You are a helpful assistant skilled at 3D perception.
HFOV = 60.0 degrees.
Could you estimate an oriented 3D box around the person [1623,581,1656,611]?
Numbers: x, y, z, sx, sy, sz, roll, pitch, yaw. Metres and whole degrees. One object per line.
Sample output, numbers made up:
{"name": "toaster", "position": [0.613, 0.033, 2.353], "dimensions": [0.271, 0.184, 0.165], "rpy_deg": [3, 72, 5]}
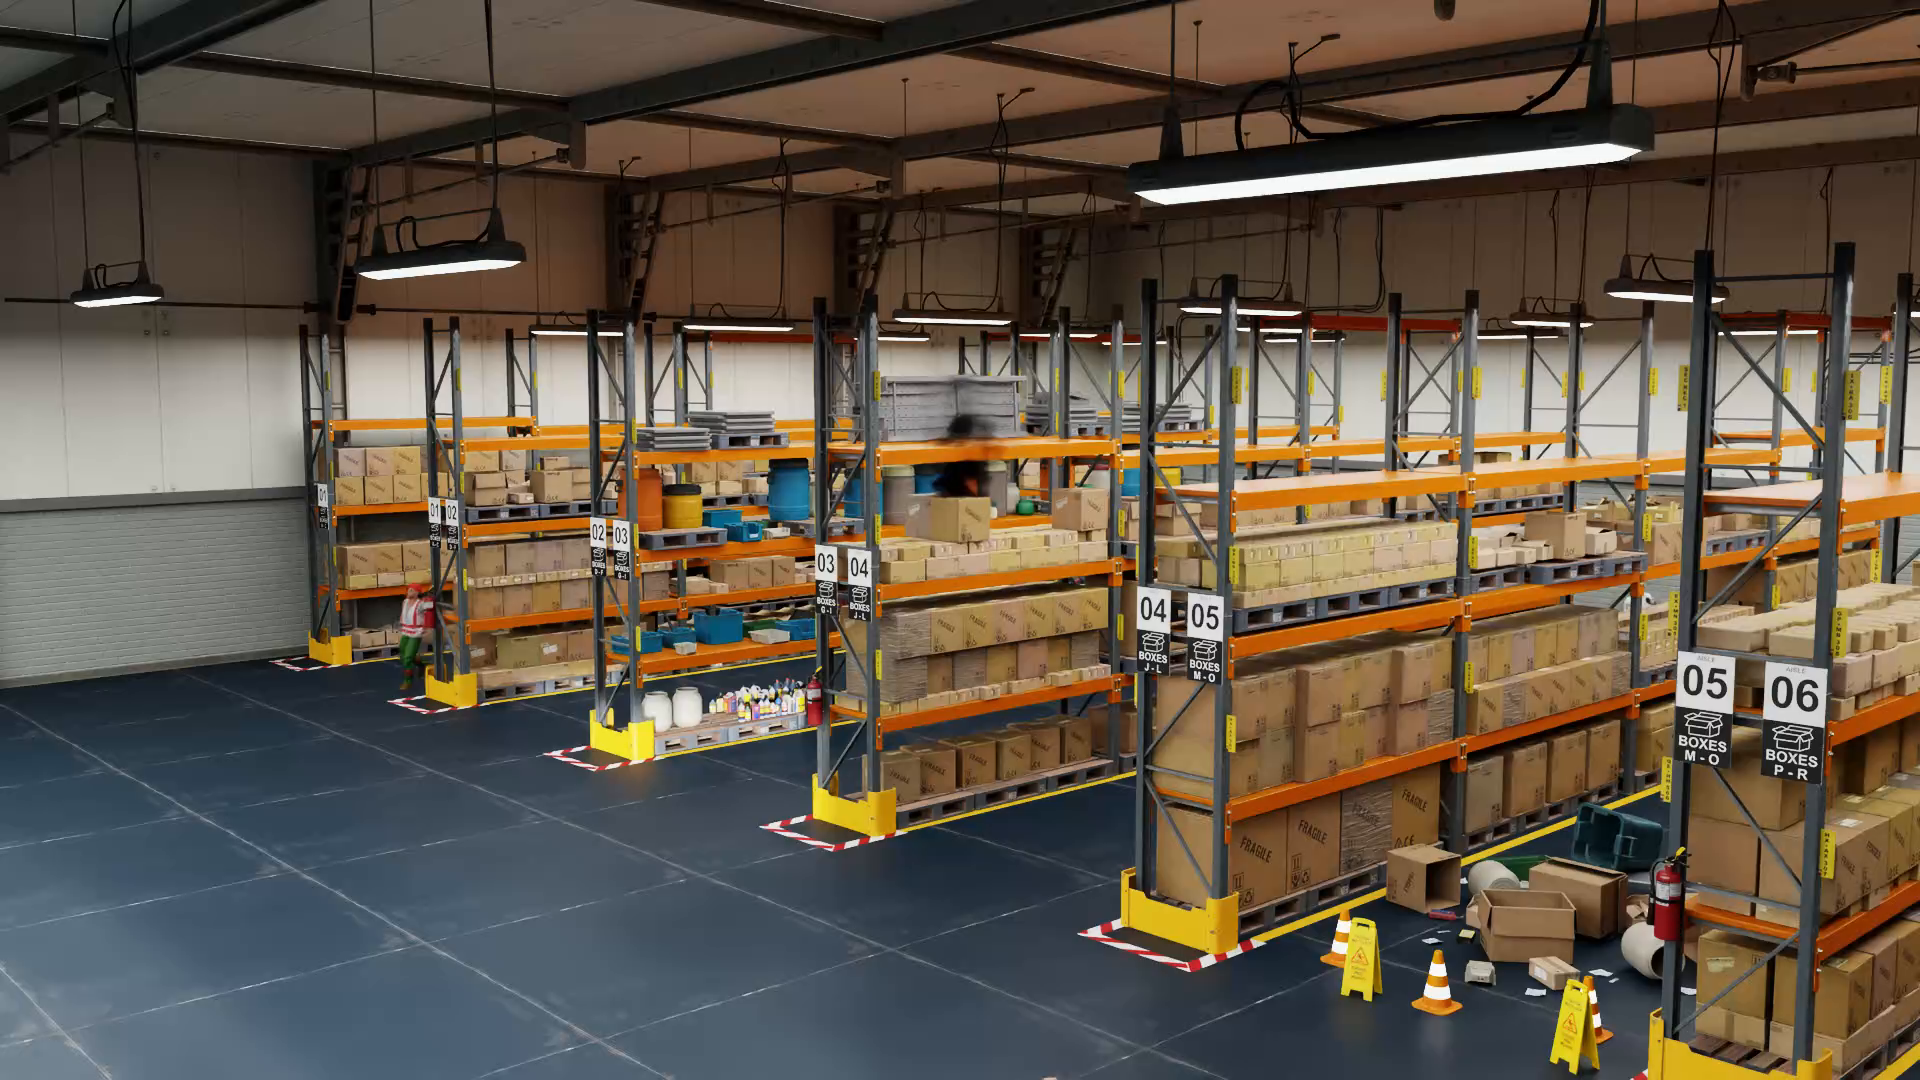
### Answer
{"name": "person", "position": [11.744, 1.470, 28.607], "dimensions": [0.655, 1.647, 0.611], "rpy_deg": [1, 6, 12]}

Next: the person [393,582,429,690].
{"name": "person", "position": [-8.888, 1.557, 27.271], "dimensions": [0.672, 1.759, 0.710], "rpy_deg": [3, 7, 29]}

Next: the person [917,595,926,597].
{"name": "person", "position": [-0.735, 1.435, 28.451], "dimensions": [0.606, 1.722, 0.656], "rpy_deg": [-6, 8, -44]}
